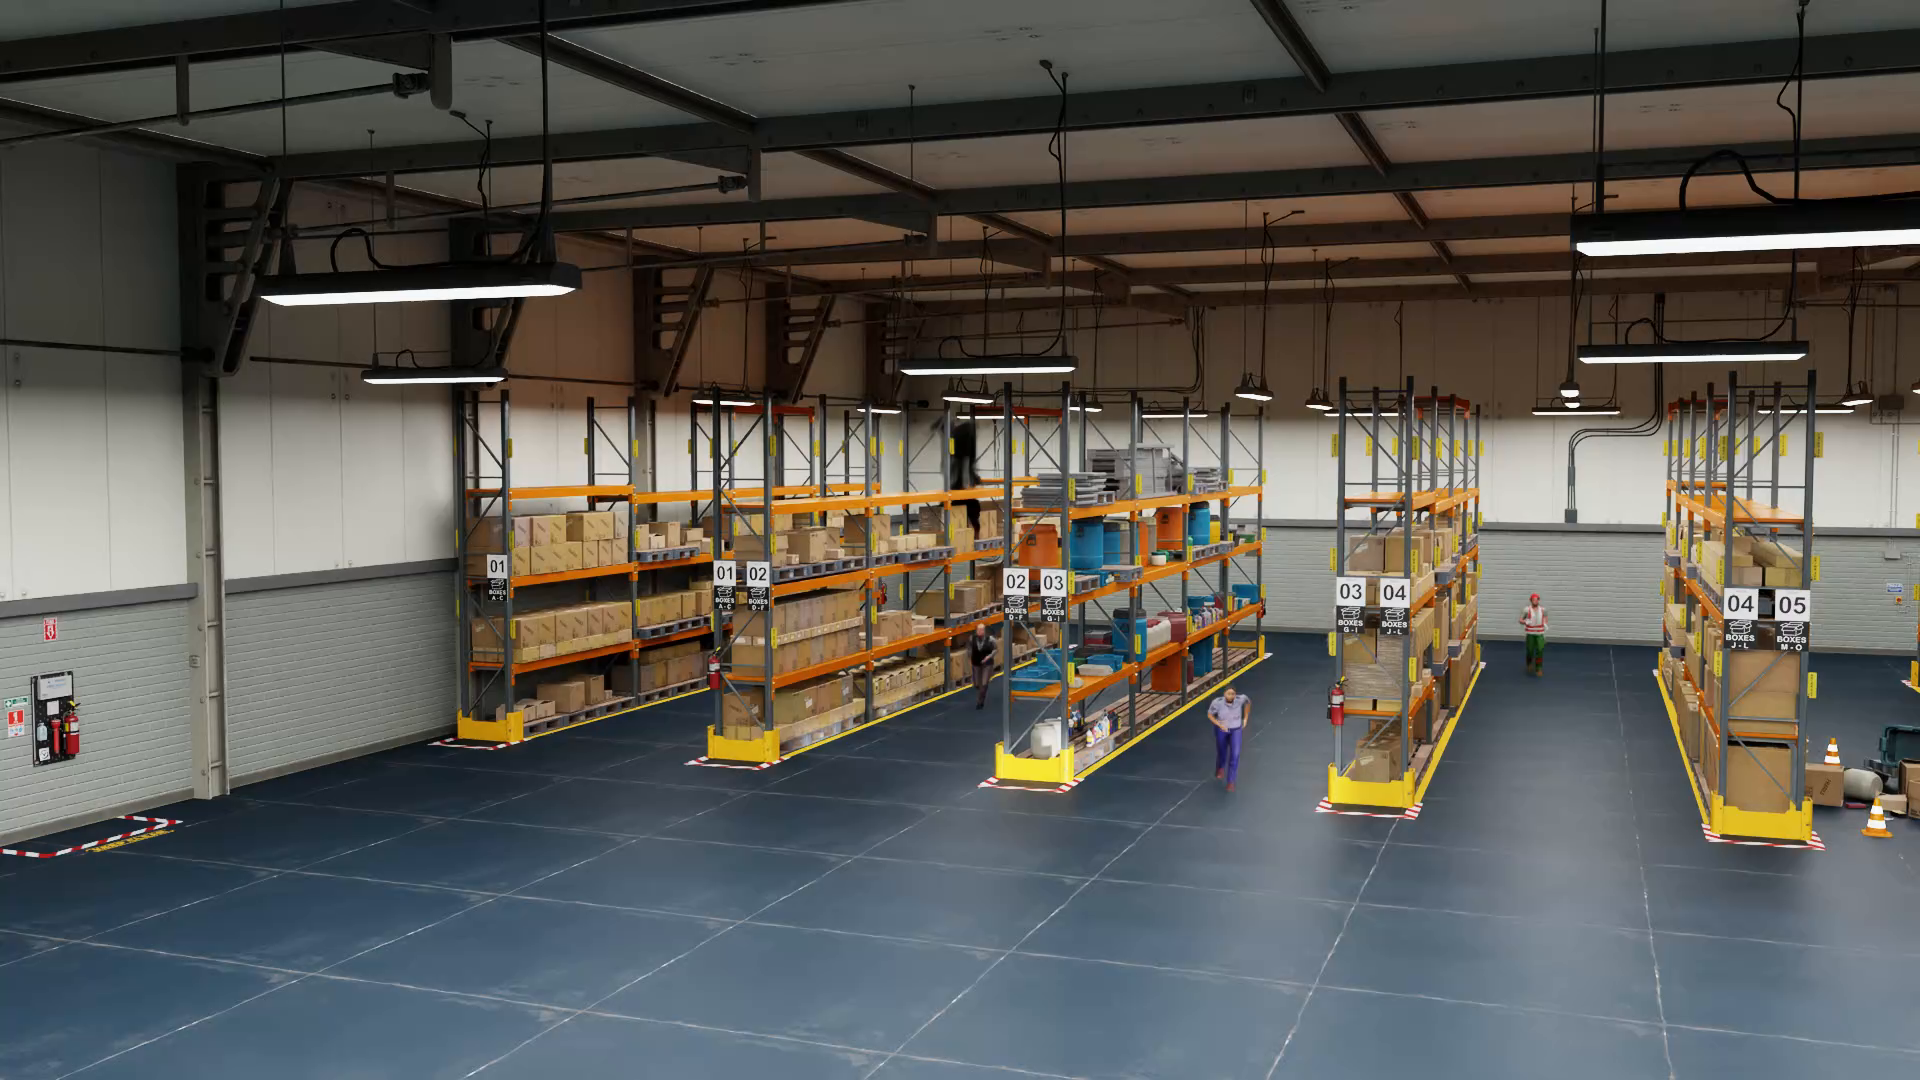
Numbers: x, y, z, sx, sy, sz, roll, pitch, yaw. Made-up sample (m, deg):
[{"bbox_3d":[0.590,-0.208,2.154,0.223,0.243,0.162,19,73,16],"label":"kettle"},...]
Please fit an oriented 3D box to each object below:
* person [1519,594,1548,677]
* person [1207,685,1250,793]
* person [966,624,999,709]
[{"bbox_3d":[12.609,2.066,36.513,0.658,1.776,0.968,0,3,9],"label":"person"},{"bbox_3d":[3.962,2.898,24.637,0.648,1.598,0.965,0,3,-1],"label":"person"},{"bbox_3d":[0.437,2.431,32.097,0.652,1.657,0.749,0,3,8],"label":"person"}]
